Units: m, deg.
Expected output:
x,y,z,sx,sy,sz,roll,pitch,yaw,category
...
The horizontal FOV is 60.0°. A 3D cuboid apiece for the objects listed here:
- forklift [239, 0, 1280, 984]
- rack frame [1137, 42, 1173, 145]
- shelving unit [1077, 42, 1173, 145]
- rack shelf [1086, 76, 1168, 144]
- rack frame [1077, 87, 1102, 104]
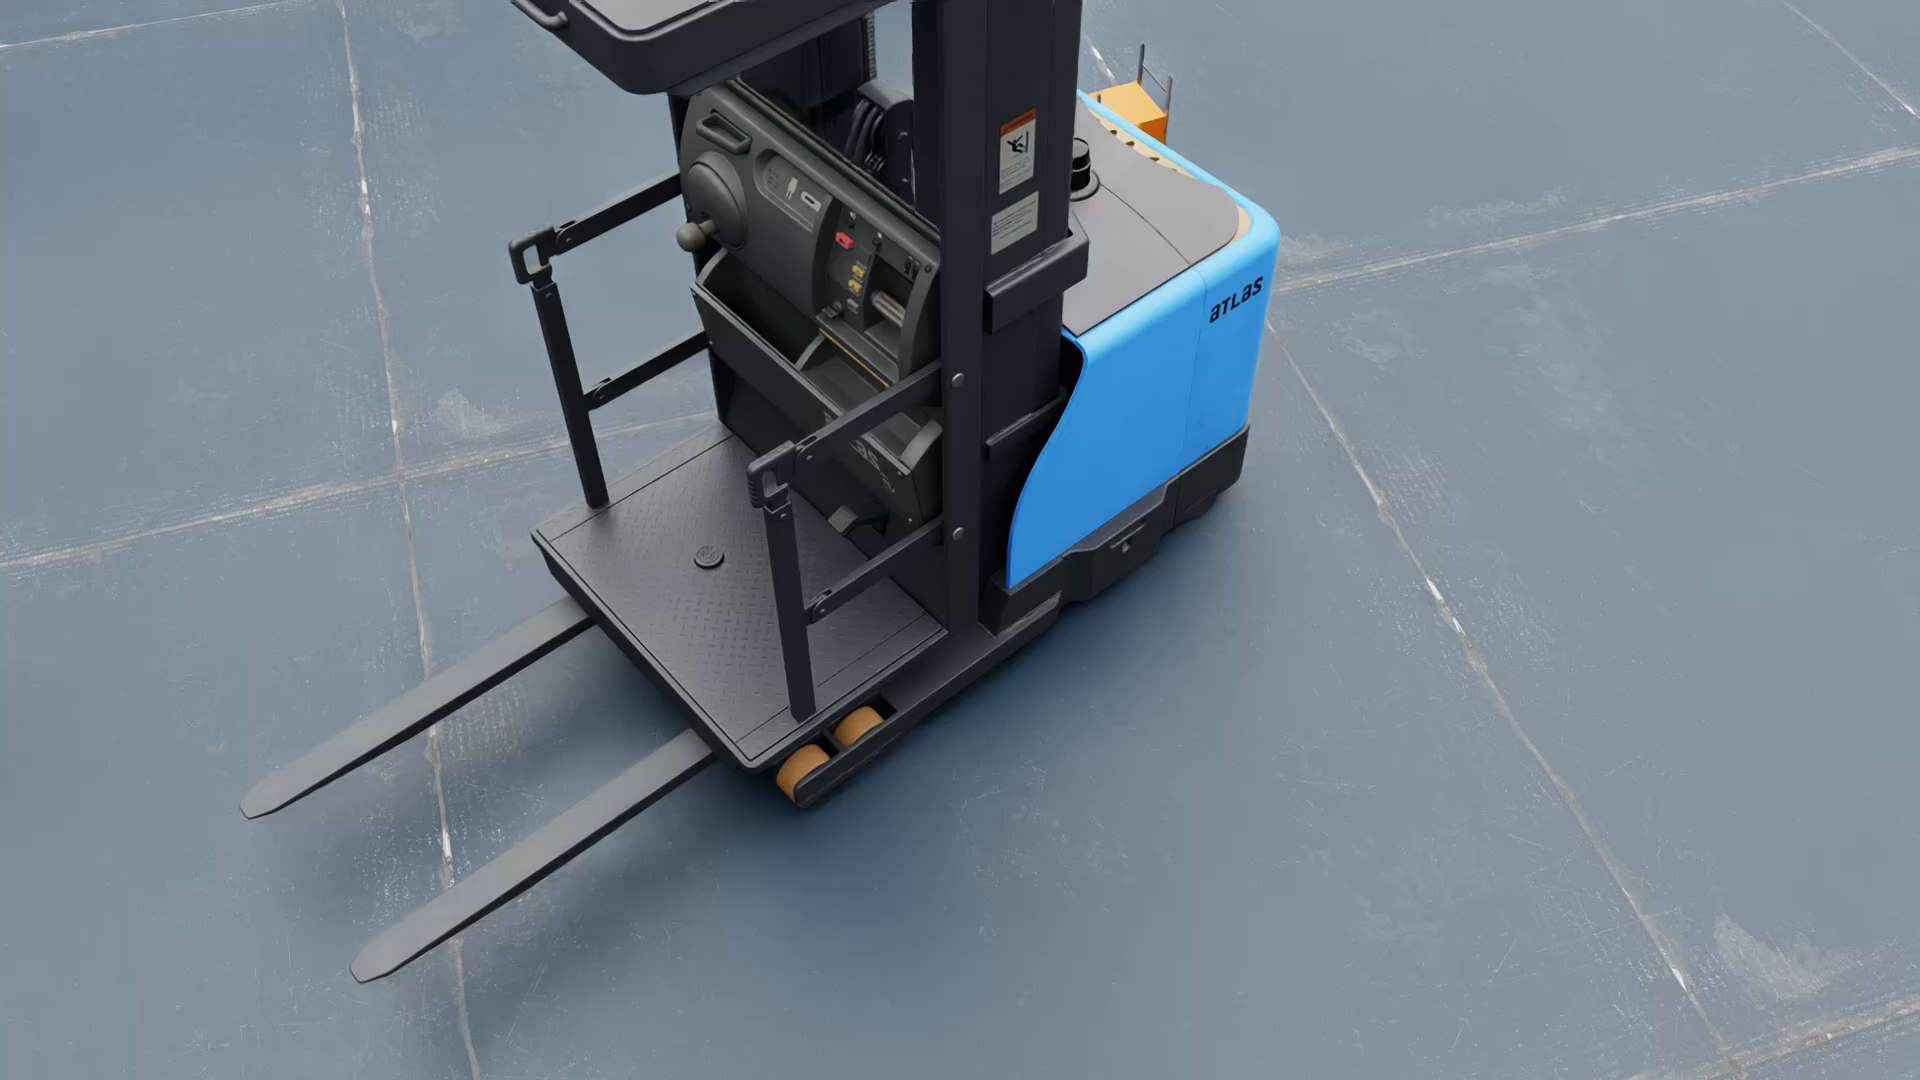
x,y,z,sx,sy,sz,roll,pitch,yaw,category
-0.537,-0.672,3.899,3.031,2.935,1.130,-34,58,-25,forklift
0.606,-1.144,5.527,0.008,1.050,0.200,-18,52,-15,rack frame
0.495,-1.106,5.496,0.252,1.050,0.215,-18,52,-15,shelving unit
0.495,-1.282,5.287,0.240,0.259,0.215,-18,52,-15,rack shelf
0.383,-1.069,5.464,0.008,1.050,0.200,-18,52,-15,rack frame
